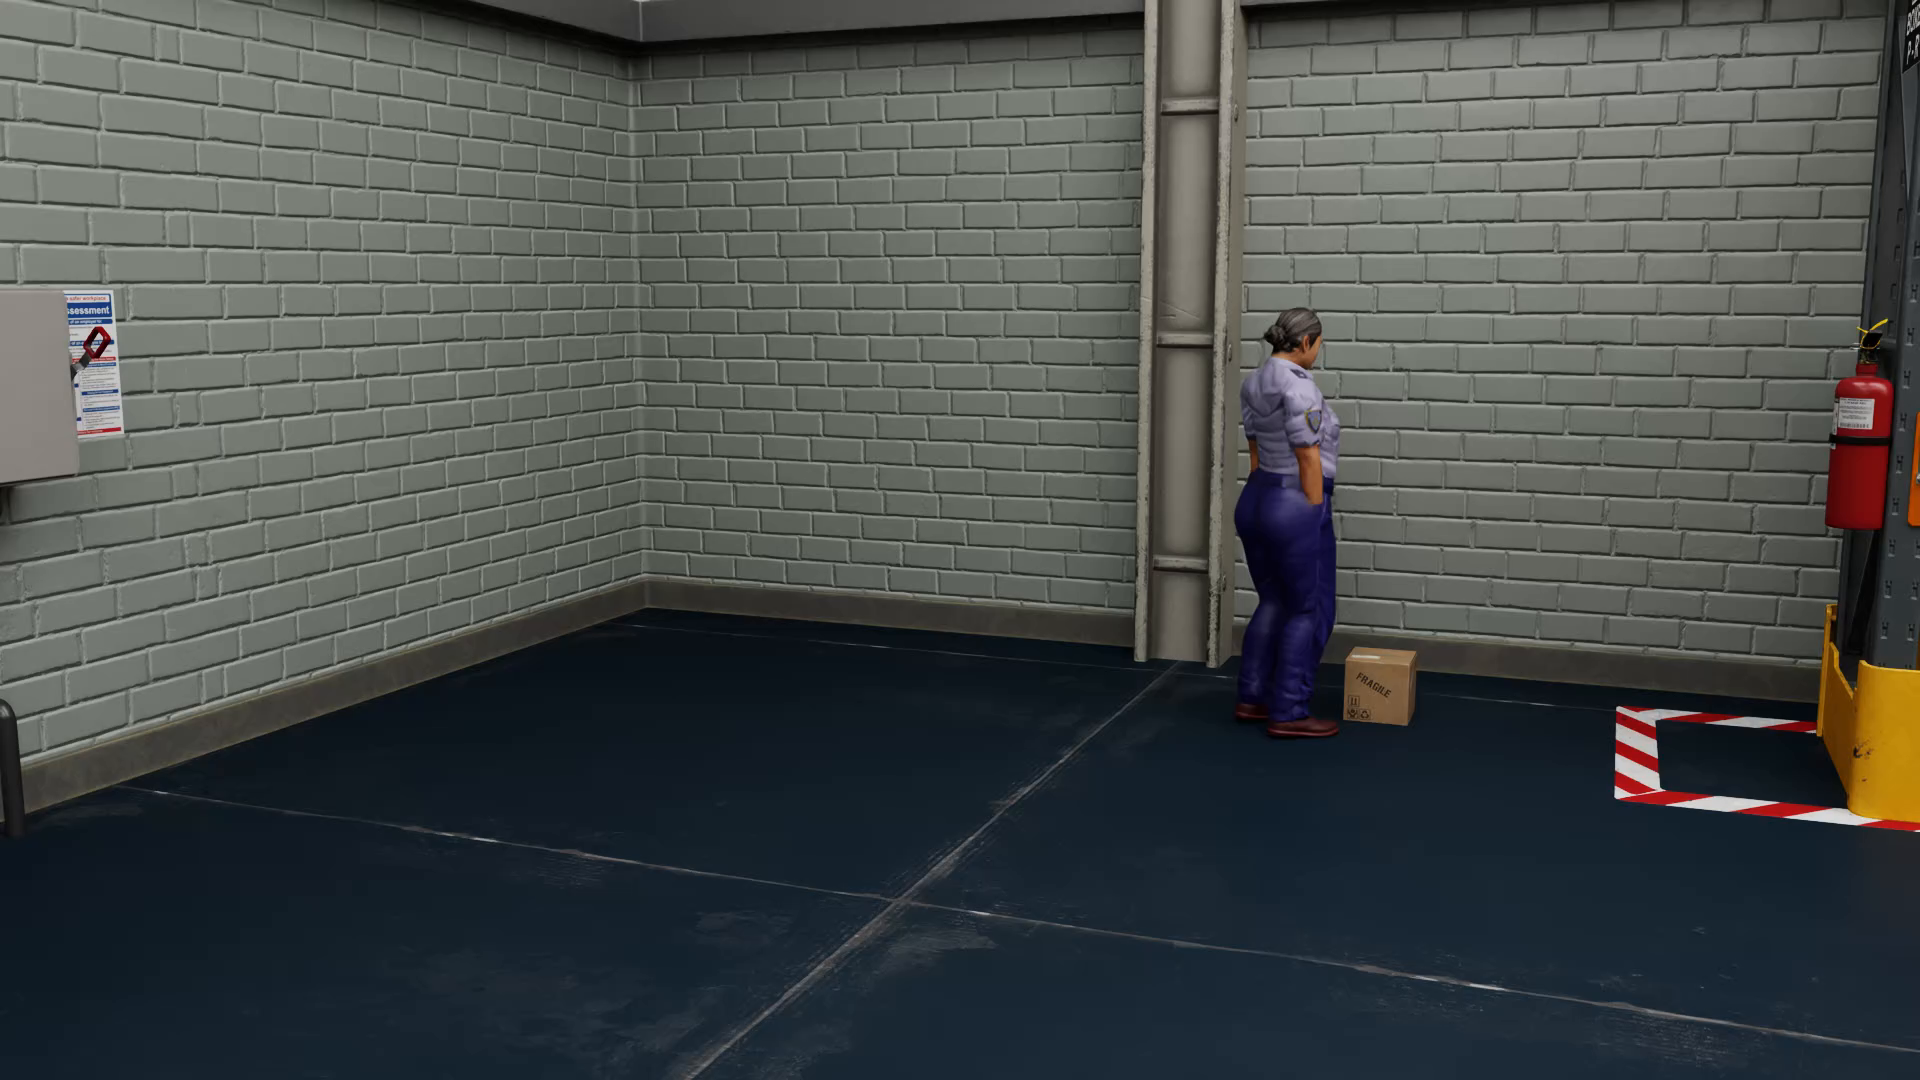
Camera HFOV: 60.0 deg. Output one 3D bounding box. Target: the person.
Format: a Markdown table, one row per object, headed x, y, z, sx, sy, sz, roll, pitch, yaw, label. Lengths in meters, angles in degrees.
| x | y | z | sx | sy | sz | roll | pitch | yaw | label |
| --- | --- | --- | --- | --- | --- | --- | --- | --- | --- |
| 1.256 | -0.065 | 6.438 | 0.339 | 1.629 | 0.476 | -3 | 9 | -18 | person |
